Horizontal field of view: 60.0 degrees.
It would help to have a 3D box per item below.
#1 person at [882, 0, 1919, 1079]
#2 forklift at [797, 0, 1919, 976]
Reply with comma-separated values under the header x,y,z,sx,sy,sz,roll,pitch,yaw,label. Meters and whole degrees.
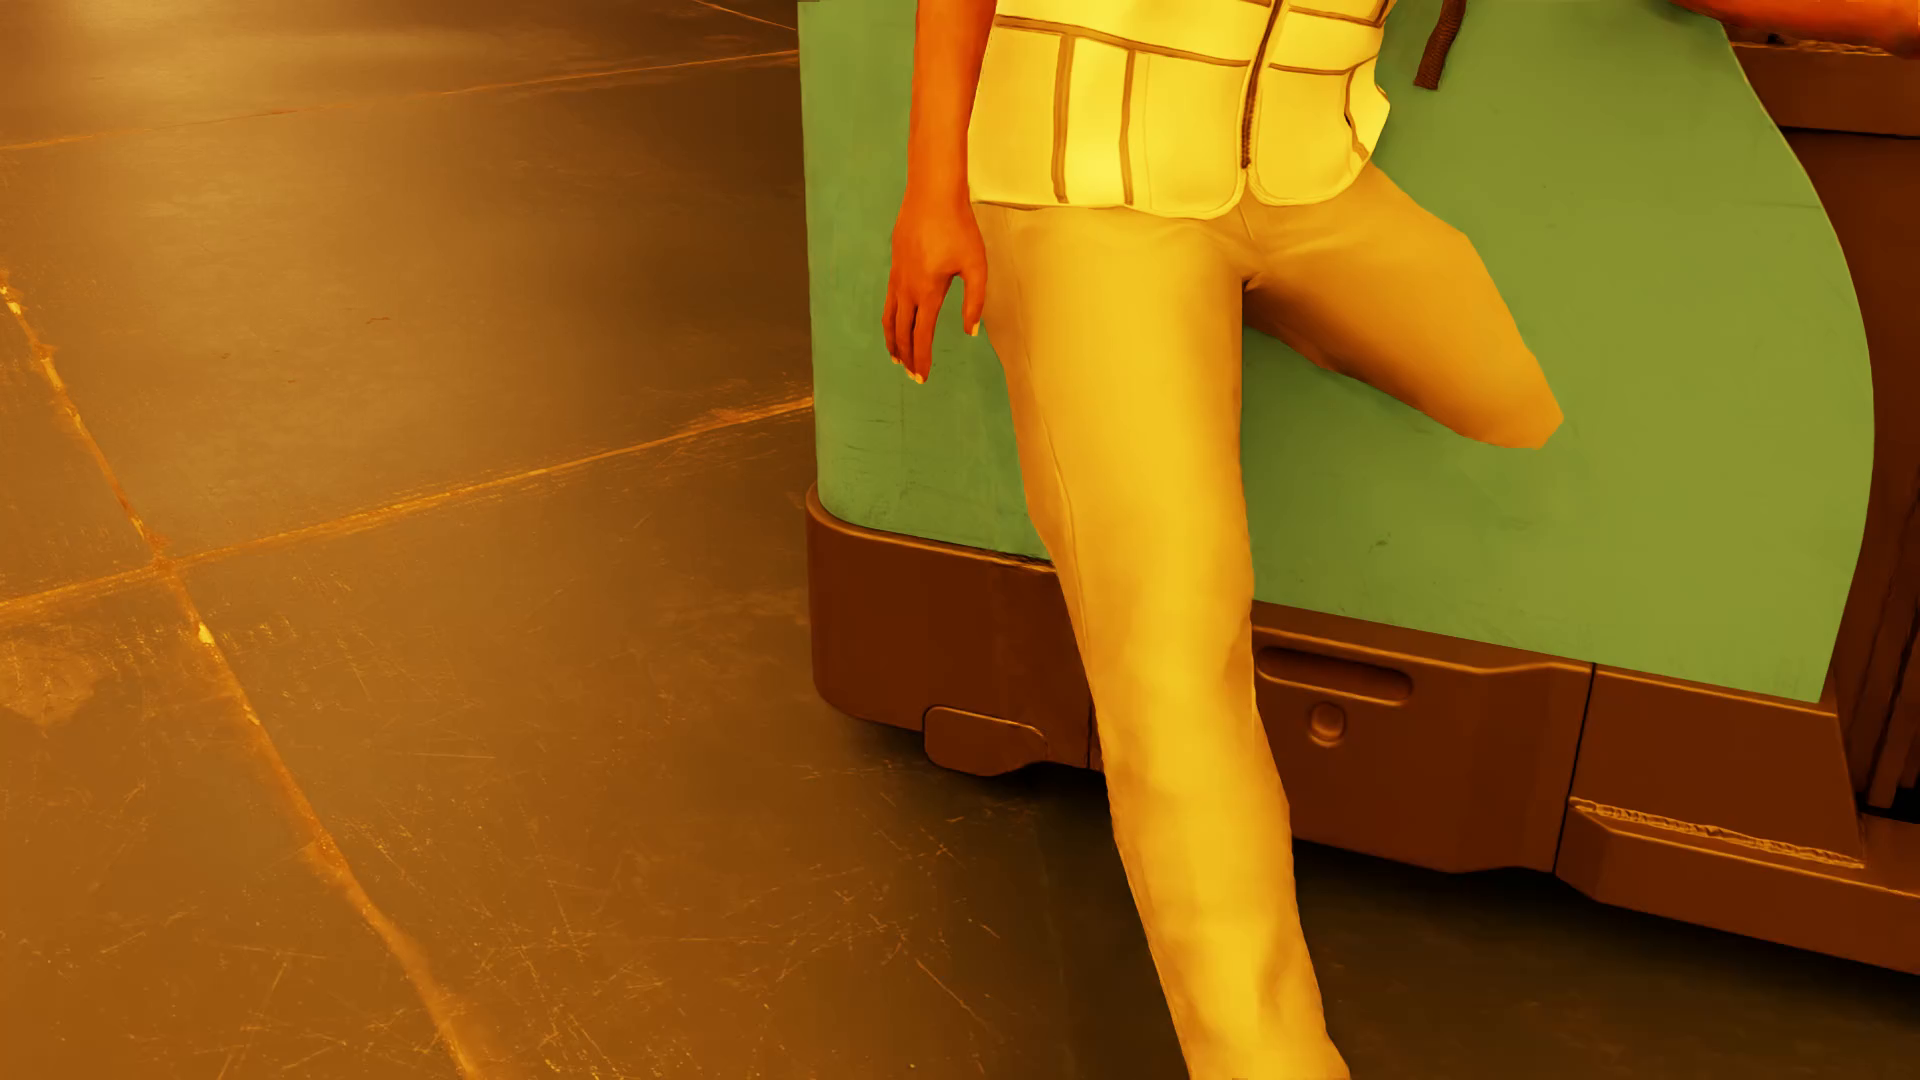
x,y,z,sx,sy,sz,roll,pitch,yaw,label
0.450,-0.264,1.296,0.940,1.413,1.014,-12,29,-22,person
1.391,-1.018,1.260,3.031,2.935,1.130,10,28,20,forklift
